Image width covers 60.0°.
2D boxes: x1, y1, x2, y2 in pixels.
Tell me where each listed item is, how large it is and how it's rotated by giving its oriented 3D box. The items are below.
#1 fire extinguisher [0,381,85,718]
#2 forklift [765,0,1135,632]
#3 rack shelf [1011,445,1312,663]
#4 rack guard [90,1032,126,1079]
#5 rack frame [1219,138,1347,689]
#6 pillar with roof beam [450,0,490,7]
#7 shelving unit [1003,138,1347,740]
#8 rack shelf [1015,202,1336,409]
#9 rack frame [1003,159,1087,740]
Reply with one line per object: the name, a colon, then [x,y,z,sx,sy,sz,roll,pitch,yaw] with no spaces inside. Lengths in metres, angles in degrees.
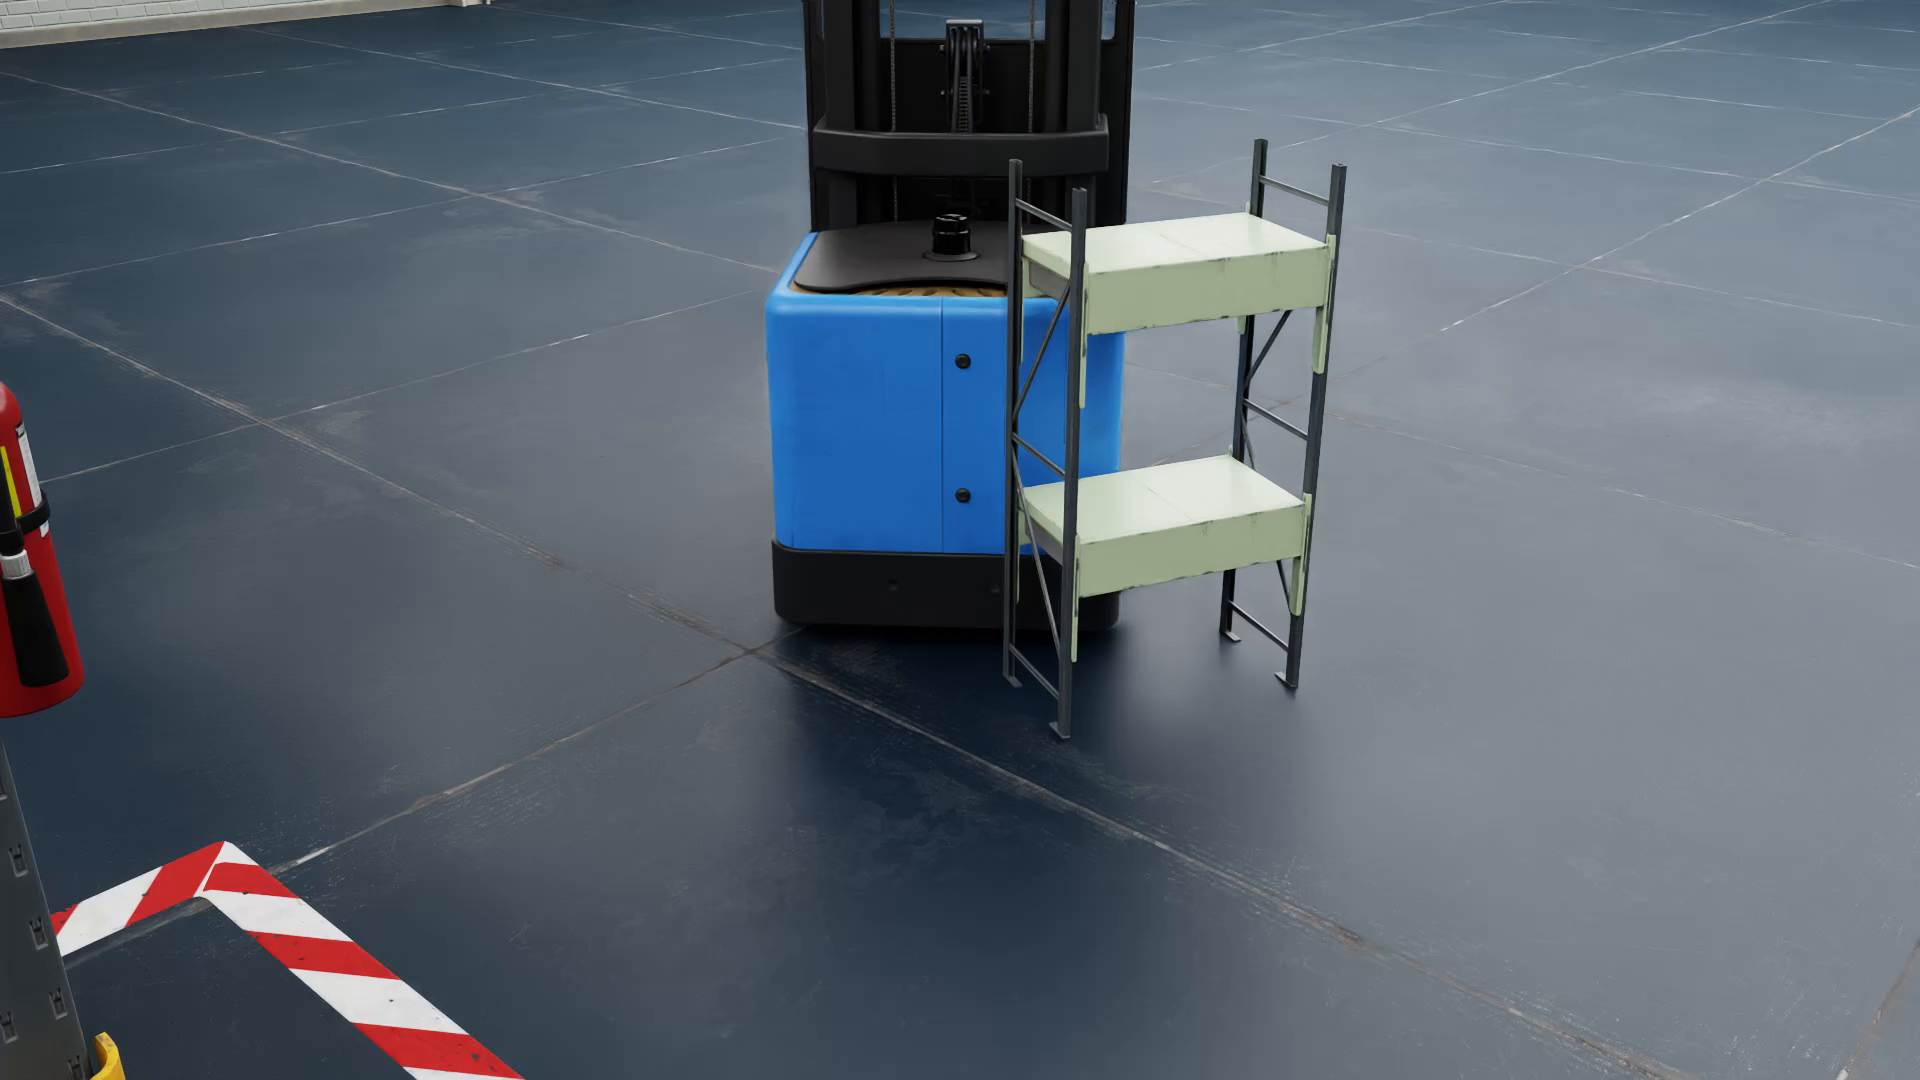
fire extinguisher: [-1.403,-0.079,2.354,0.296,0.674,0.183,20,31,38]
forklift: [0.045,-1.627,5.796,1.130,2.935,3.031,1,24,3]
rack shelf: [0.550,0.024,4.660,0.720,0.370,0.431,-10,26,-21]
rack guard: [-1.873,0.959,3.001,1.175,0.500,0.348,20,31,38]
rack frame: [0.887,-0.332,4.657,0.023,1.500,0.400,-10,26,-21]
pillar with roof beam: [-2.822,-9.517,15.977,9.100,9.000,0.400,20,31,38]
shelving unit: [0.550,-0.273,4.526,0.755,1.500,0.431,-10,26,-21]
rack shelf: [0.550,-0.629,4.367,0.720,0.370,0.431,-10,26,-21]
rack frame: [0.213,-0.215,4.396,0.023,1.500,0.400,-10,26,-21]
